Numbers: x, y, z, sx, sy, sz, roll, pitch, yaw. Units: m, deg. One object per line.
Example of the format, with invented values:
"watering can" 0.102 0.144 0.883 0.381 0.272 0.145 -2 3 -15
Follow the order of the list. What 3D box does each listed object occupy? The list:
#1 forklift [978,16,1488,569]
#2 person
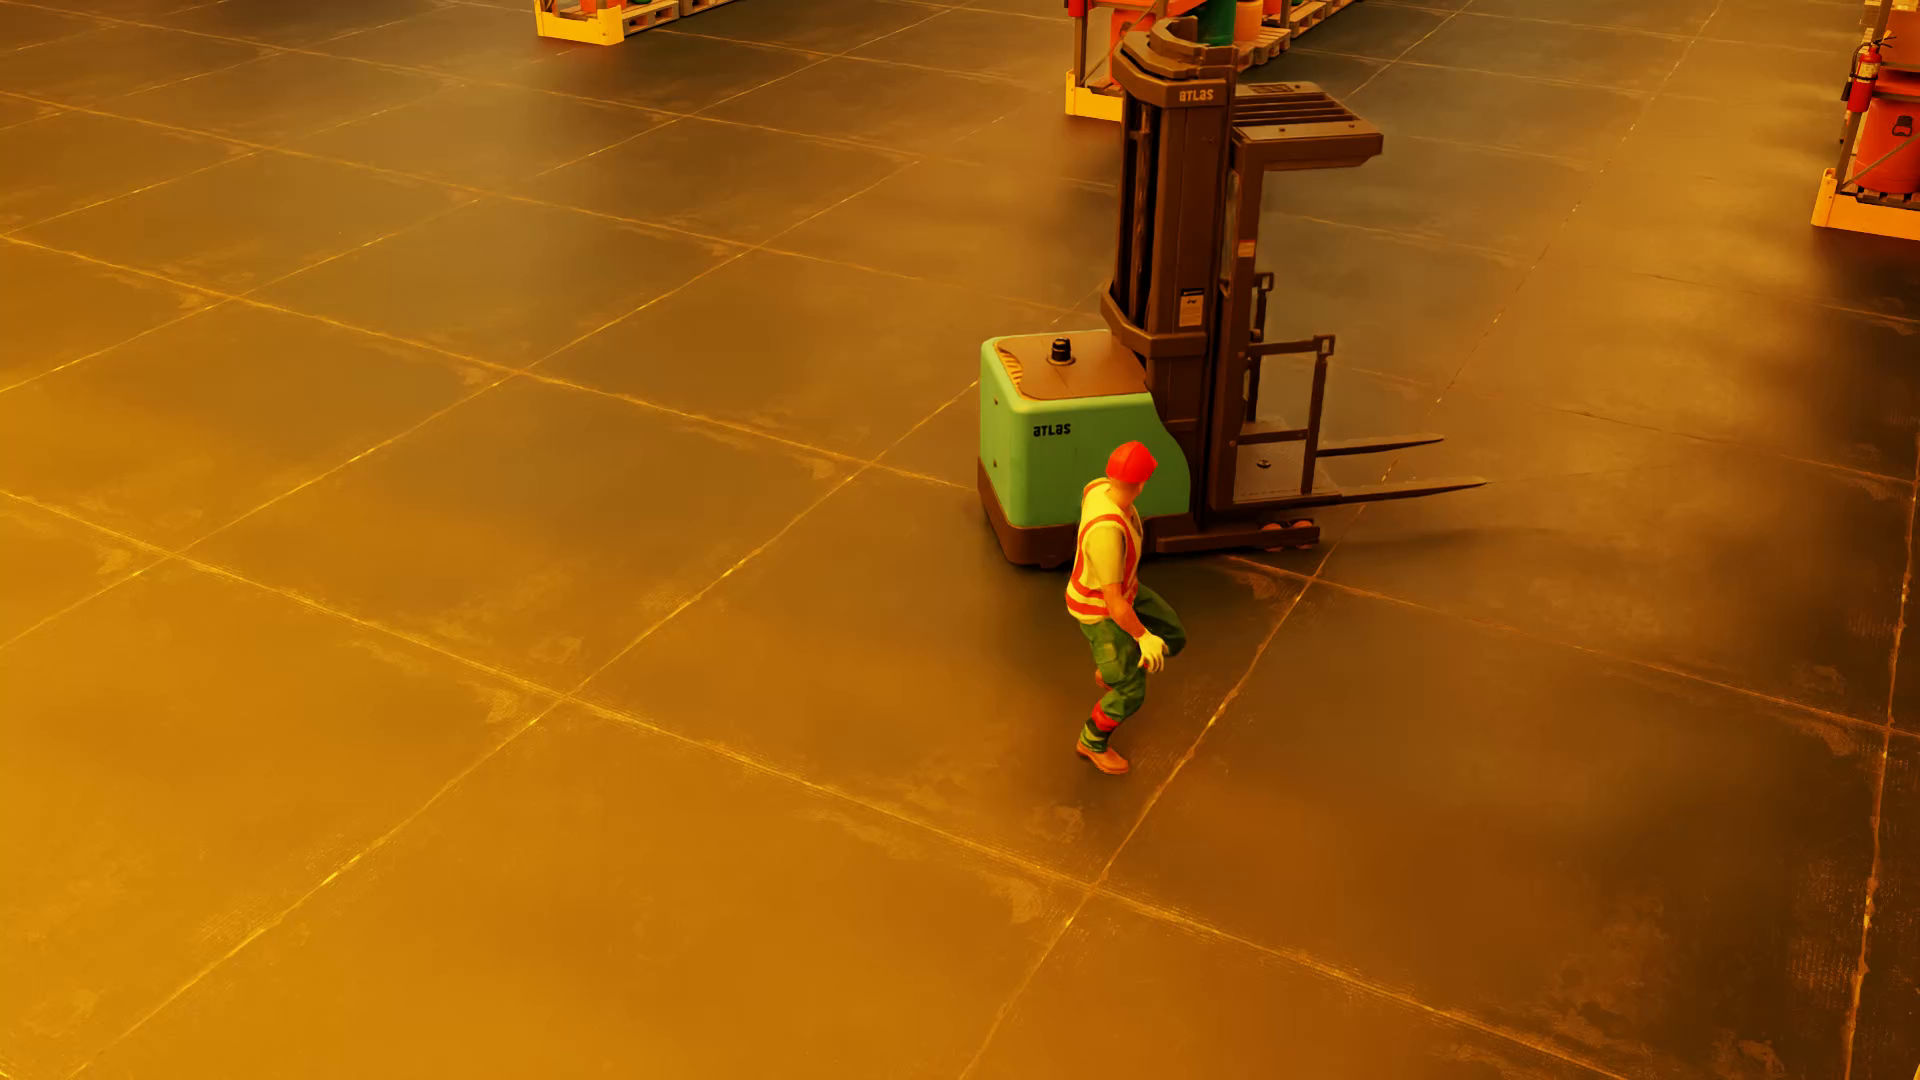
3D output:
"forklift" 1.679 -1.452 9.587 3.031 2.935 1.130 -5 30 -9
"person" 0.772 0.278 7.858 0.621 1.676 0.831 12 32 19
